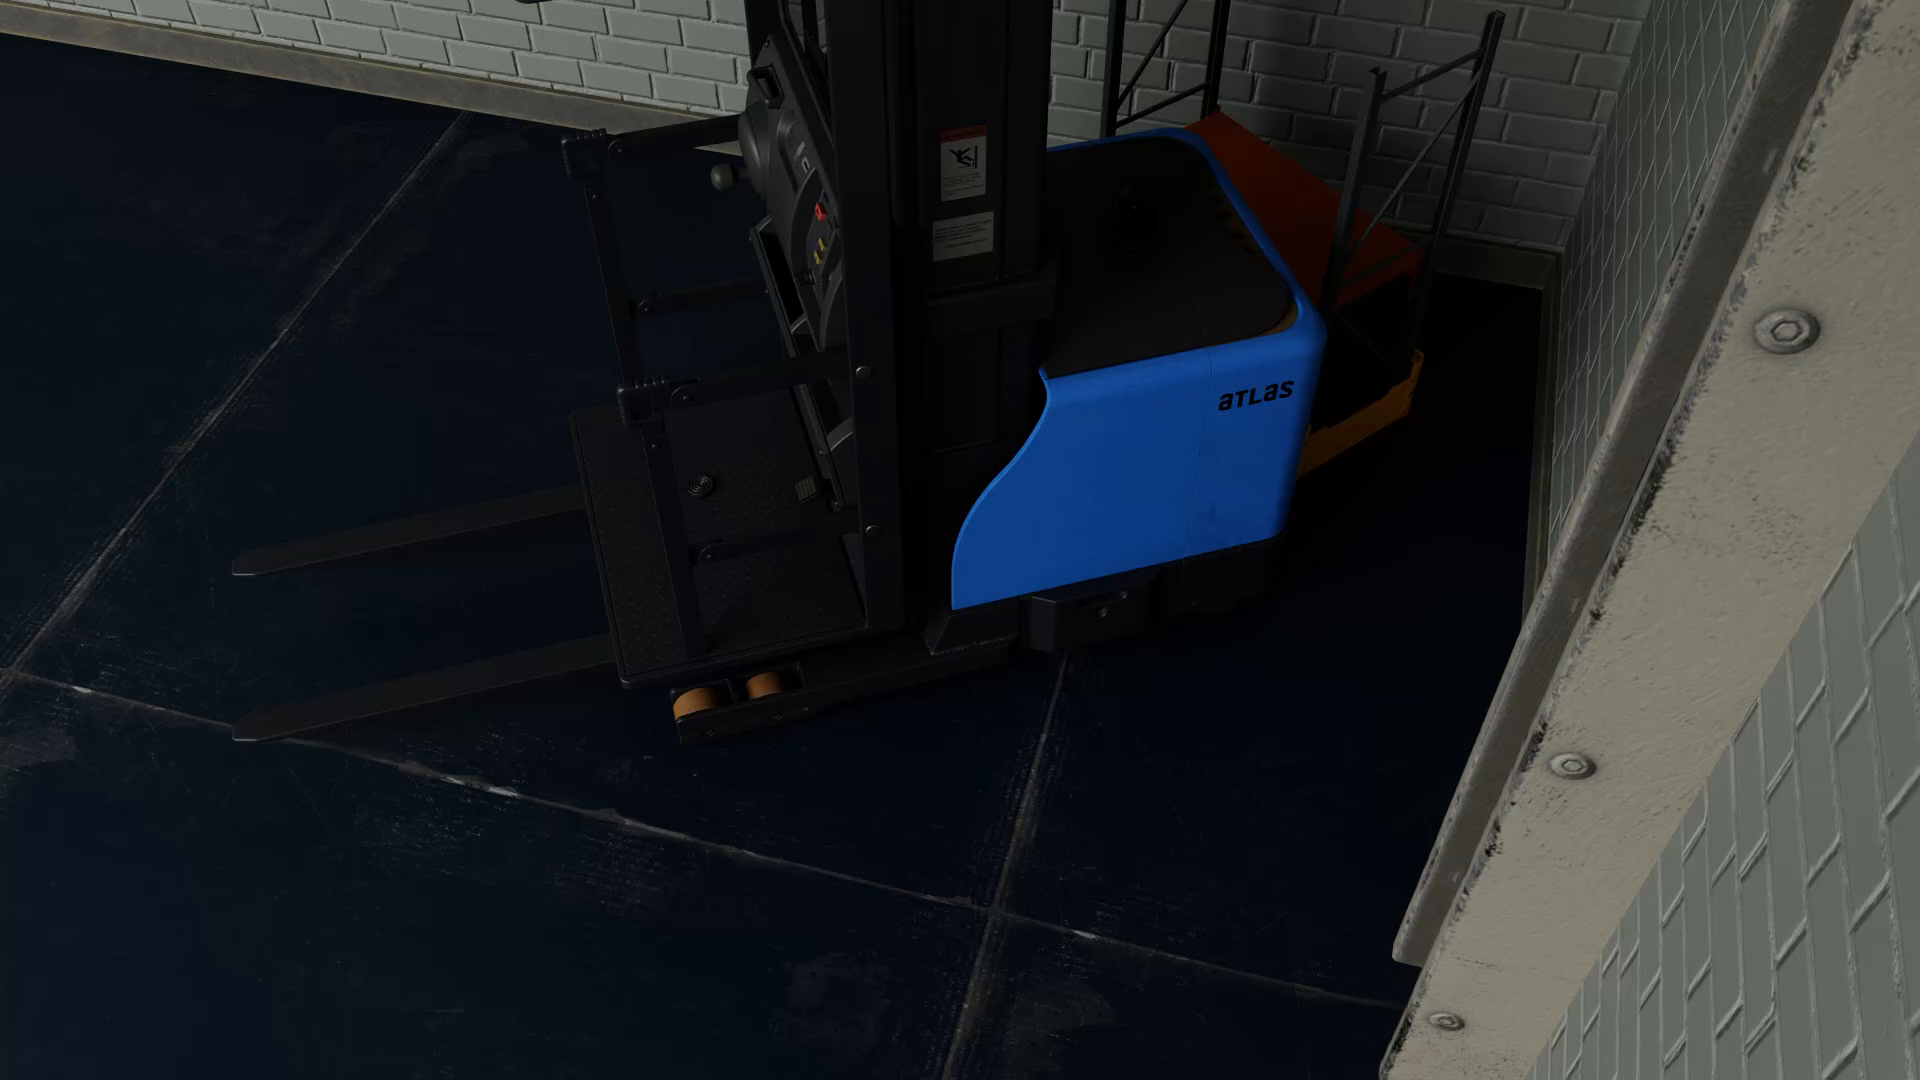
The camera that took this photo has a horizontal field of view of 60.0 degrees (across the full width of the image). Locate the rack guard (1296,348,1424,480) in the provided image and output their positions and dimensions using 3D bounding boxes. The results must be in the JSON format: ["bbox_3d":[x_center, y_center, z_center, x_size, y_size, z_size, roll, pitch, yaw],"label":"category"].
[{"bbox_3d":[1.269,-0.413,5.448,0.587,0.250,0.087,-29,55,-23],"label":"rack guard"}]

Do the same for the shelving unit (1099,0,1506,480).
[{"bbox_3d":[0.974,-1.127,5.245,0.587,1.500,1.083,-29,55,-23],"label":"shelving unit"}]

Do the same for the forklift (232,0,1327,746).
[{"bbox_3d":[-0.598,-0.839,4.036,3.031,2.935,1.130,-12,50,-11],"label":"forklift"}]

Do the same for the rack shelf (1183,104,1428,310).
[{"bbox_3d":[0.969,-1.014,5.384,0.538,0.185,1.000,-29,55,-23],"label":"rack shelf"}]

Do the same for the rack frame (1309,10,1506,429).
[{"bbox_3d":[1.270,-0.826,4.979,0.500,1.500,0.032,-29,55,-23],"label":"rack frame"}]

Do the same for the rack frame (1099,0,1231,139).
[{"bbox_3d":[0.667,-1.440,5.520,0.500,1.500,0.032,-29,55,-23],"label":"rack frame"}]

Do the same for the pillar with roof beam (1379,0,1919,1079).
[{"bbox_3d":[-2.926,-2.612,1.553,9.100,9.000,0.400,12,50,10],"label":"pillar with roof beam"}]
